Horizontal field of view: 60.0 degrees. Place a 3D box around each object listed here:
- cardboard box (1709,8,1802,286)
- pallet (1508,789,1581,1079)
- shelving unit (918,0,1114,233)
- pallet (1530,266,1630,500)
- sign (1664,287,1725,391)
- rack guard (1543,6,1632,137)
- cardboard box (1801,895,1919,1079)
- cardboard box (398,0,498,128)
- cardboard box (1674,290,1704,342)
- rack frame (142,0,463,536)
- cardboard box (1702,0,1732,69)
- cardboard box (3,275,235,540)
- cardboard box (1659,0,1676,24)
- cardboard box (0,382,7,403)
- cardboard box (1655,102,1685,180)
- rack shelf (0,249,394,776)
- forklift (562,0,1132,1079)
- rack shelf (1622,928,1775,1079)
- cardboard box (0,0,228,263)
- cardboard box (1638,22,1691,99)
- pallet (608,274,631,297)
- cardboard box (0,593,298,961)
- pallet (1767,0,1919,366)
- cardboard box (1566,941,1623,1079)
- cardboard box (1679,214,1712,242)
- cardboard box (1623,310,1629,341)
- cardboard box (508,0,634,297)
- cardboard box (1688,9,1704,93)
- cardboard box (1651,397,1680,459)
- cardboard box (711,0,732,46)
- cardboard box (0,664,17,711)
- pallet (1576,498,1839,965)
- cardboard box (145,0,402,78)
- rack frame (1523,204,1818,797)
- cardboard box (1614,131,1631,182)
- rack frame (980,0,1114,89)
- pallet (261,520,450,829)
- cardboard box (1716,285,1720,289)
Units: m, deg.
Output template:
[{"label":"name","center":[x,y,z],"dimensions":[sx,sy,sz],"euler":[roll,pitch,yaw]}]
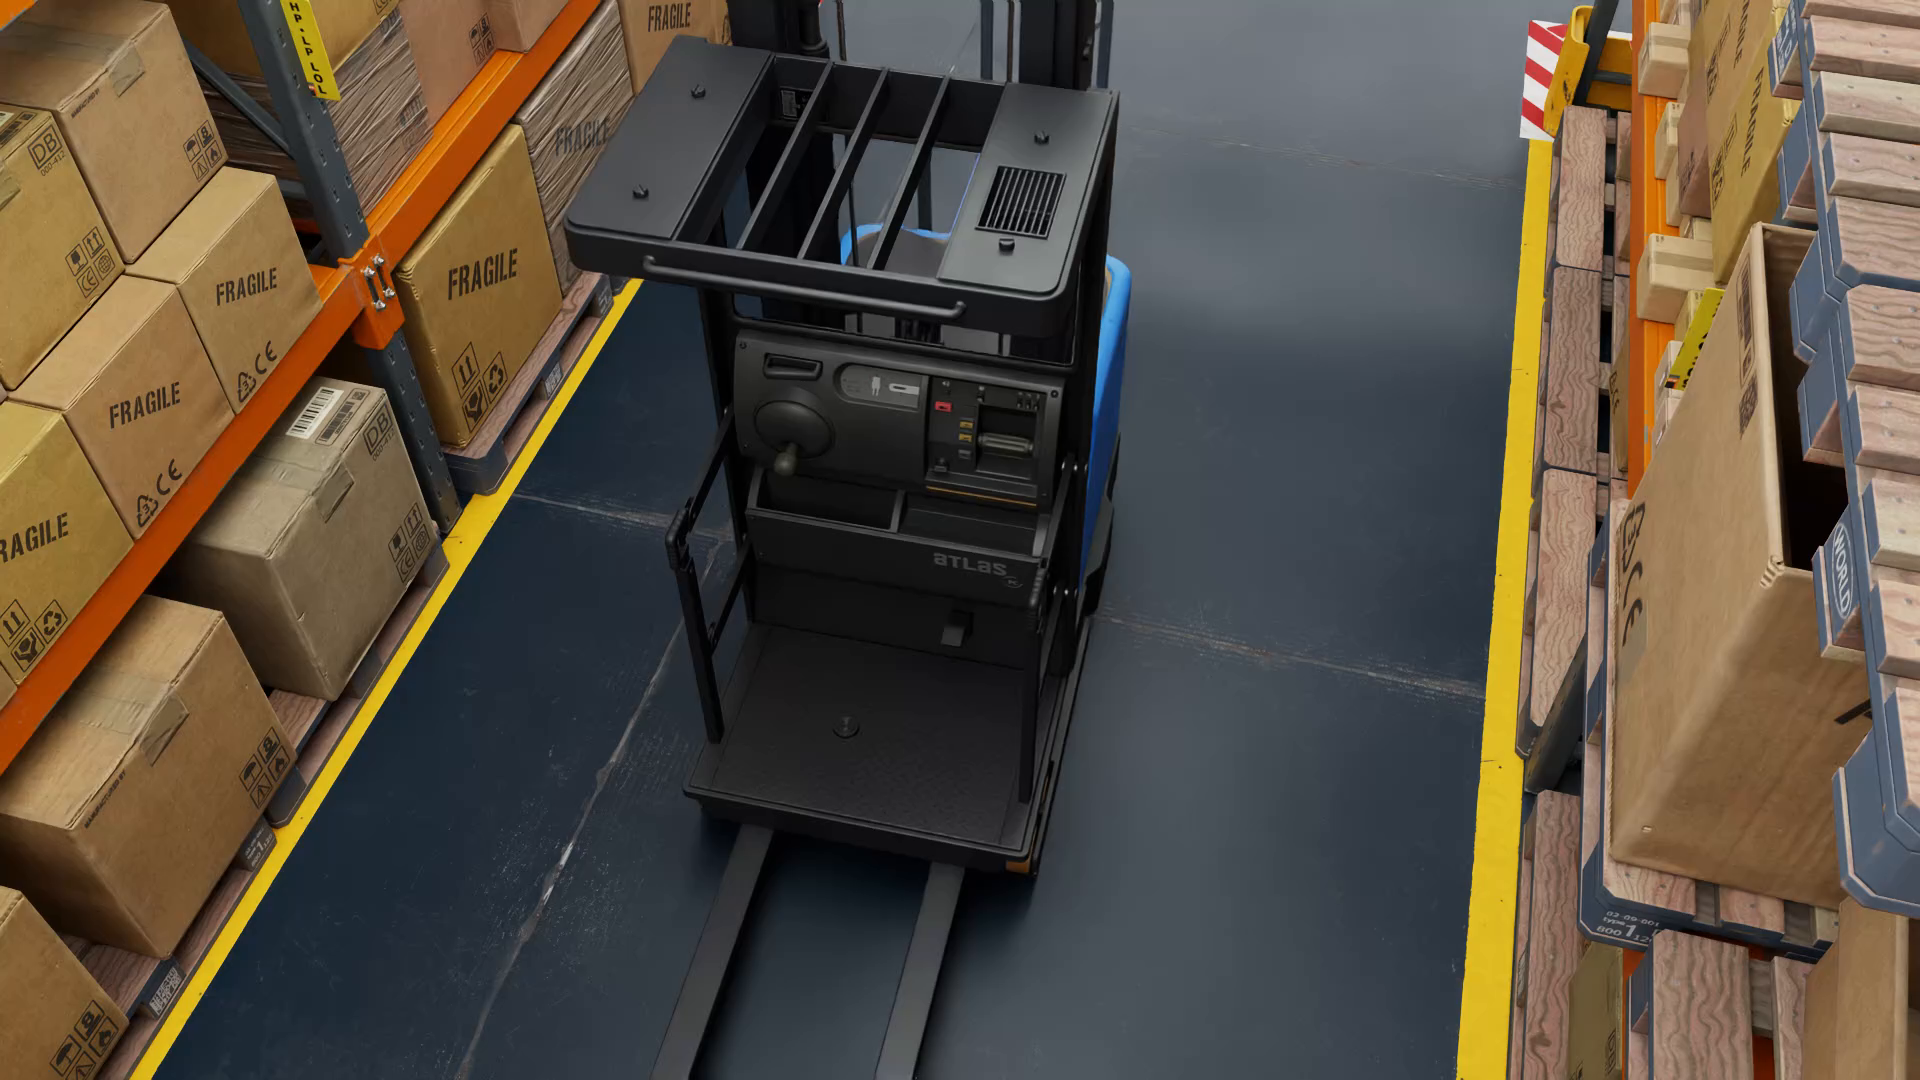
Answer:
[{"label":"cardboard box","center":[2.218,-0.942,4.149],"dimensions":[0.500,0.500,0.500],"euler":[12,50,10]},{"label":"pallet","center":[2.162,1.386,4.886],"dimensions":[1.003,0.211,1.213],"euler":[12,50,10]},{"label":"shelving unit","center":[0.215,-1.246,6.350],"dimensions":[0.538,1.500,1.048],"euler":[10,49,8]},{"label":"pallet","center":[2.827,-0.555,6.599],"dimensions":[1.003,0.211,1.213],"euler":[12,50,10]},{"label":"sign","center":[1.840,-0.488,4.103],"dimensions":[0.100,0.325,0.005],"euler":[12,50,10]},{"label":"rack guard","center":[3.398,-2.111,7.780],"dimensions":[1.175,0.500,0.348],"euler":[12,50,10]},{"label":"cardboard box","center":[1.998,0.999,3.019],"dimensions":[0.797,0.503,0.637],"euler":[16,51,14]},{"label":"cardboard box","center":[-2.185,-1.873,5.802],"dimensions":[0.875,0.550,0.550],"euler":[12,50,10]},{"label":"cardboard box","center":[2.337,-0.578,4.927],"dimensions":[0.380,0.149,0.250],"euler":[12,50,10]},{"label":"rack frame","center":[-2.393,-1.152,5.266],"dimensions":[1.000,3.000,0.127],"euler":[12,50,10]},{"label":"cardboard box","center":[2.481,-1.665,4.787],"dimensions":[0.500,0.500,0.500],"euler":[12,50,10]},{"label":"cardboard box","center":[-2.405,-0.389,4.526],"dimensions":[0.500,0.500,0.500],"euler":[11,50,10]},{"label":"cardboard box","center":[2.830,-2.032,6.210],"dimensions":[0.380,0.149,0.250],"euler":[12,50,10]},{"label":"cardboard box","center":[-2.785,-0.418,3.884],"dimensions":[0.700,0.500,0.500],"euler":[12,50,10]},{"label":"cardboard box","center":[2.547,-1.312,5.575],"dimensions":[0.380,0.149,0.250],"euler":[12,50,10]},{"label":"rack shelf","center":[-2.919,0.533,4.259],"dimensions":[1.077,0.370,4.000],"euler":[12,50,10]},{"label":"forklift","center":[-0.225,-0.227,4.495],"dimensions":[1.130,2.935,3.031],"euler":[10,49,8]},{"label":"rack shelf","center":[1.839,1.585,3.330],"dimensions":[1.077,0.370,4.000],"euler":[12,50,10]},{"label":"cardboard box","center":[-2.518,-1.155,4.536],"dimensions":[0.700,0.500,0.500],"euler":[11,49,9]},{"label":"cardboard box","center":[2.625,-1.685,5.904],"dimensions":[0.380,0.149,0.250],"euler":[12,50,10]},{"label":"pallet","center":[-1.798,-1.649,7.565],"dimensions":[1.003,0.211,1.213],"euler":[12,50,10]},{"label":"cardboard box","center":[-2.727,0.617,4.925],"dimensions":[1.050,0.750,0.750],"euler":[12,50,10]},{"label":"pallet","center":[2.100,-0.605,2.908],"dimensions":[1.213,0.211,1.003],"euler":[12,50,10]},{"label":"cardboard box","center":[2.039,1.363,4.420],"dimensions":[0.700,0.500,0.500],"euler":[11,50,10]},{"label":"cardboard box","center":[2.488,-0.936,5.243],"dimensions":[0.380,0.149,0.250],"euler":[12,50,10]},{"label":"cardboard box","center":[2.930,-0.968,6.491],"dimensions":[0.500,0.500,0.500],"euler":[16,50,14]},{"label":"cardboard box","center":[-1.926,-1.682,6.870],"dimensions":[0.875,0.875,0.875],"euler":[12,50,10]},{"label":"cardboard box","center":[2.915,-1.634,5.427],"dimensions":[0.875,0.500,0.500],"euler":[12,50,10]},{"label":"cardboard box","center":[2.138,-0.230,4.620],"dimensions":[0.380,0.149,0.250],"euler":[12,50,10]},{"label":"cardboard box","center":[-1.455,-2.977,8.014],"dimensions":[0.875,0.875,0.875],"euler":[12,50,10]},{"label":"cardboard box","center":[-2.670,0.344,3.879],"dimensions":[0.500,0.500,0.500],"euler":[11,50,10]},{"label":"pallet","center":[2.024,0.488,3.947],"dimensions":[1.003,0.211,1.213],"euler":[12,50,10]},{"label":"cardboard box","center":[-2.263,-1.819,5.034],"dimensions":[0.875,0.550,0.550],"euler":[12,50,10]},{"label":"rack frame","center":[2.365,-0.100,4.338],"dimensions":[1.000,3.000,0.127],"euler":[12,50,10]},{"label":"cardboard box","center":[3.238,-1.857,7.275],"dimensions":[0.500,0.500,0.500],"euler":[20,52,17]},{"label":"rack frame","center":[0.327,-1.618,6.678],"dimensions":[0.500,1.500,0.032],"euler":[10,49,8]},{"label":"pallet","center":[-2.523,0.344,5.806],"dimensions":[1.003,0.211,1.213],"euler":[12,50,10]},{"label":"cardboard box","center":[2.709,-0.899,4.778],"dimensions":[0.875,0.500,0.500],"euler":[12,50,10]}]
